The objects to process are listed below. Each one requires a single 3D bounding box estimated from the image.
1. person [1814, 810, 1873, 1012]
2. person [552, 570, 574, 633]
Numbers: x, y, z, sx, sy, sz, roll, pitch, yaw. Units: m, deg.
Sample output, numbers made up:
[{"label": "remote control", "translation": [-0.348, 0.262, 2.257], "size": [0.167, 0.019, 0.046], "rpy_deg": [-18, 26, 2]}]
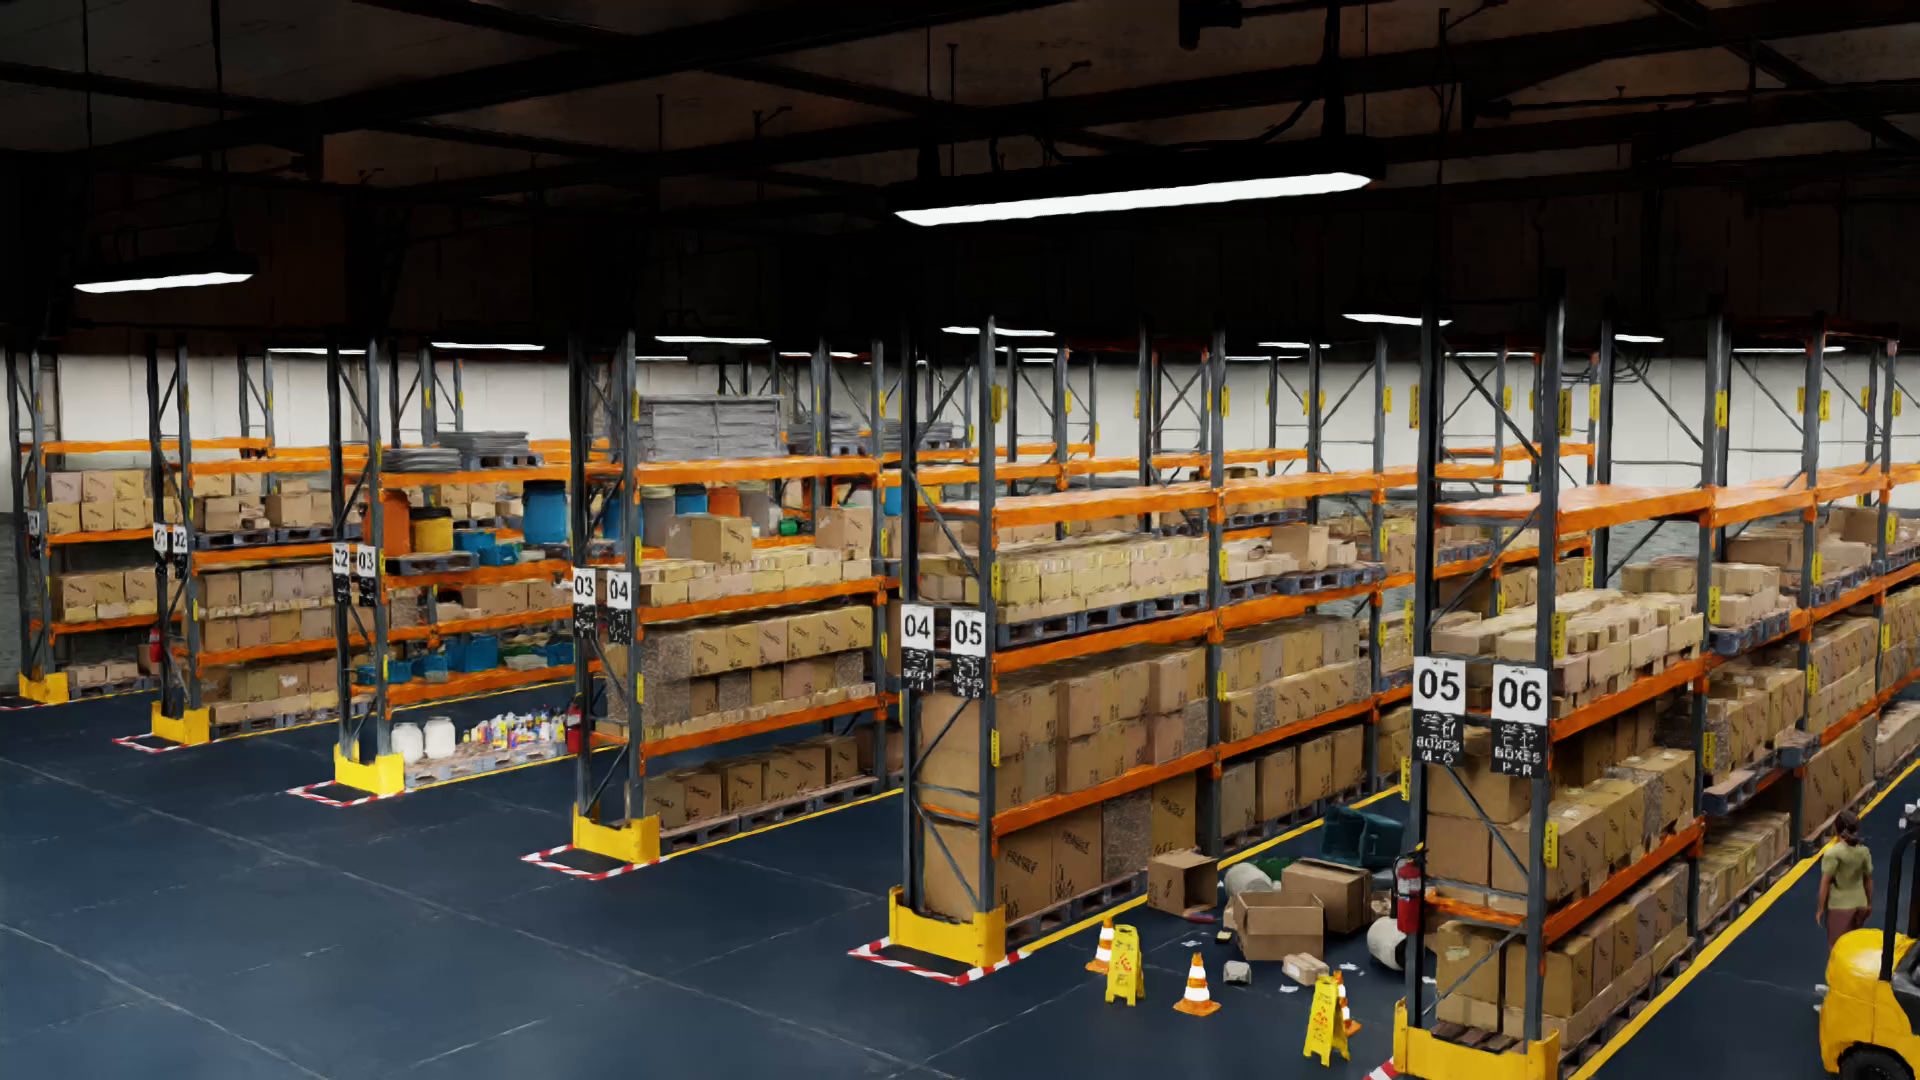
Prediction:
[{"label": "person", "translation": [7.337, 3.070, 13.873], "size": [0.560, 1.668, 0.569], "rpy_deg": [-2, 5, -19]}, {"label": "person", "translation": [-7.802, 1.365, 32.796], "size": [0.666, 1.714, 0.532], "rpy_deg": [4, 6, 37]}]
